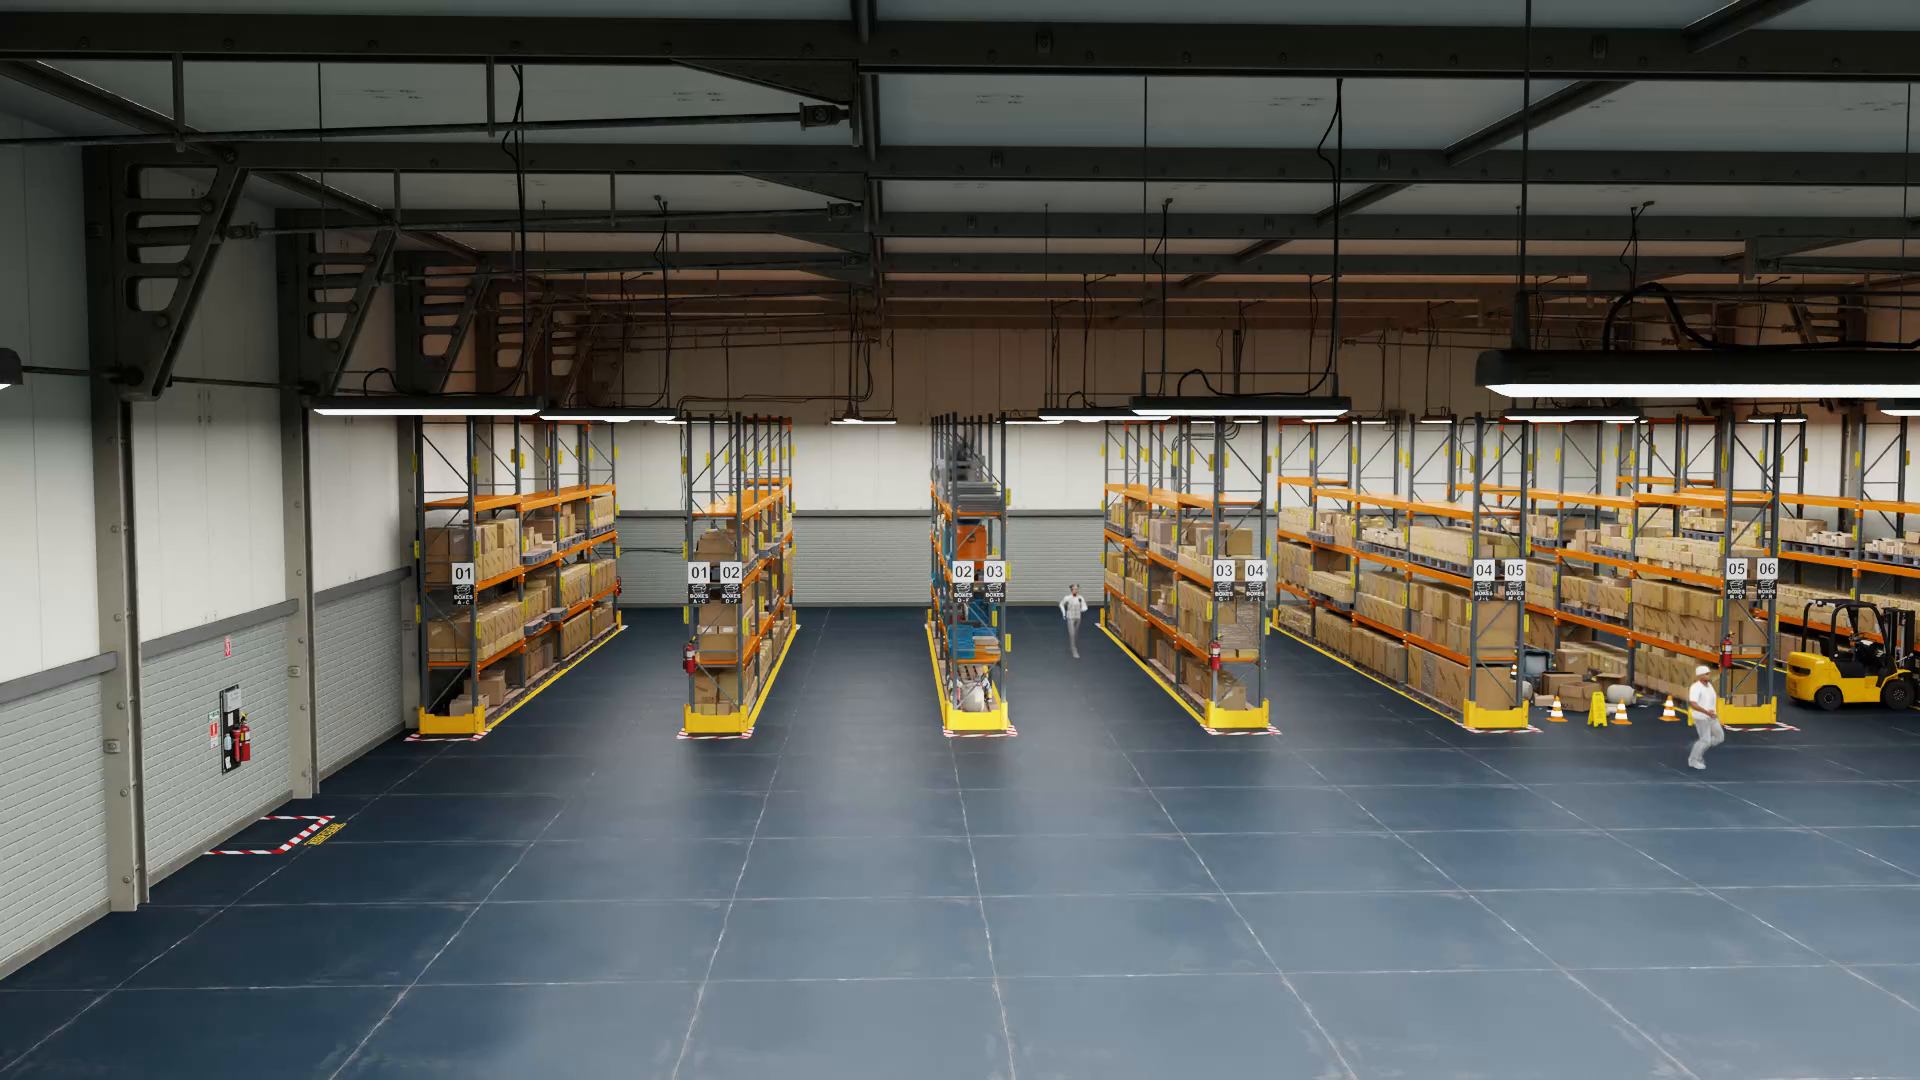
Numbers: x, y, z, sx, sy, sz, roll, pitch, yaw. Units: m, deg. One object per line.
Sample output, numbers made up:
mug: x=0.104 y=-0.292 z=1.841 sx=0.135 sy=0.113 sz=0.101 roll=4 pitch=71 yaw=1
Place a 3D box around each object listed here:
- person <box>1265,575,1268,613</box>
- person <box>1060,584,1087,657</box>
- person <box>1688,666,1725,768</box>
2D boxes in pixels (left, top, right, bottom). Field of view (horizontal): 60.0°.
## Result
person: x=8.897 y=1.543 z=49.046 sx=0.612 sy=1.687 sz=0.733 roll=-1 pitch=4 yaw=-13
person: x=2.715 y=1.893 z=39.332 sx=0.614 sy=1.730 sz=0.773 roll=-1 pitch=4 yaw=-14
person: x=12.494 y=2.963 z=27.842 sx=0.711 sy=1.721 sz=0.549 roll=-3 pitch=5 yaw=-41
